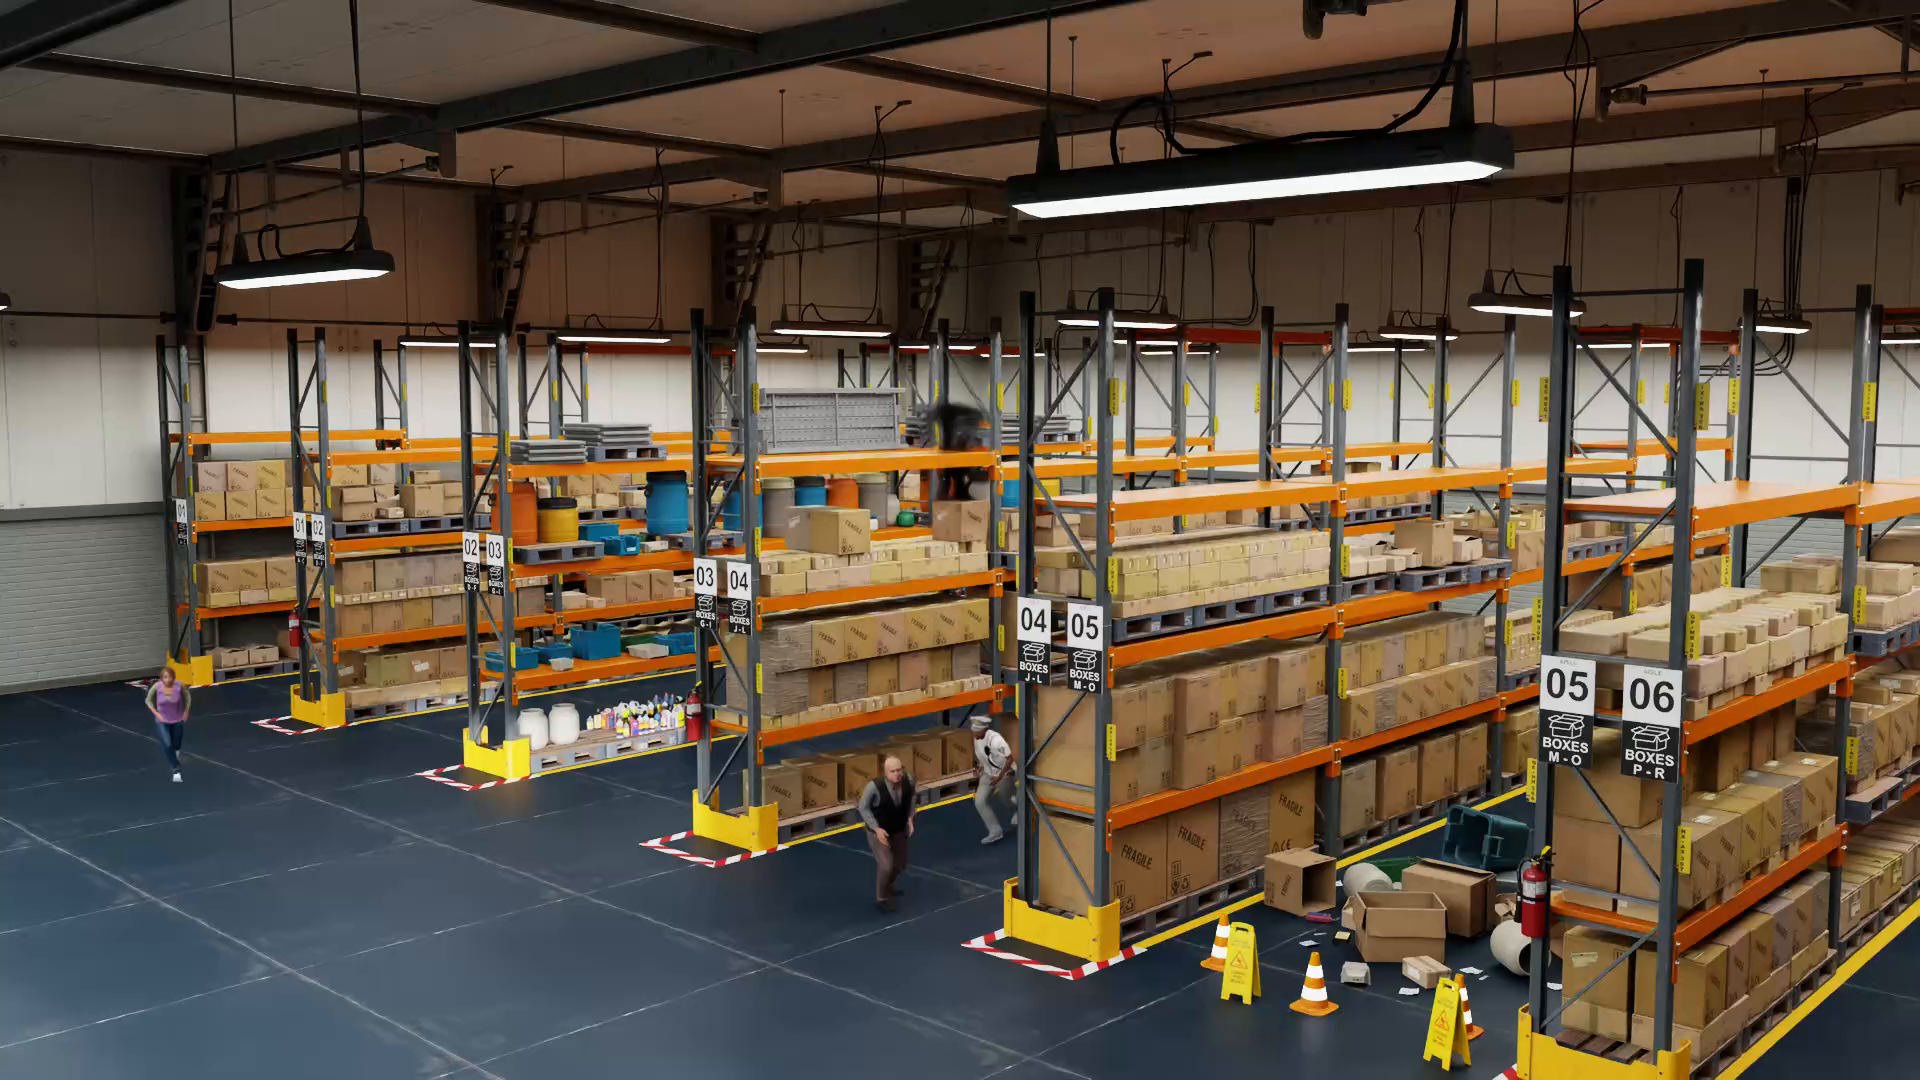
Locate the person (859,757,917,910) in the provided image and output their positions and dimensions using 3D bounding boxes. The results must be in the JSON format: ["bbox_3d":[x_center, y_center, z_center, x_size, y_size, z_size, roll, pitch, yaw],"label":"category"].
[{"bbox_3d":[-0.724,2.846,16.360,0.686,1.580,0.838,-4,6,-34],"label":"person"}]

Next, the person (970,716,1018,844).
[{"bbox_3d":[0.474,2.672,18.867,0.566,1.479,1.036,5,7,41],"label":"person"}]

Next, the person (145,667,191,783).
[{"bbox_3d":[-10.344,2.384,21.770,0.534,1.543,0.769,-2,6,-20],"label":"person"}]
